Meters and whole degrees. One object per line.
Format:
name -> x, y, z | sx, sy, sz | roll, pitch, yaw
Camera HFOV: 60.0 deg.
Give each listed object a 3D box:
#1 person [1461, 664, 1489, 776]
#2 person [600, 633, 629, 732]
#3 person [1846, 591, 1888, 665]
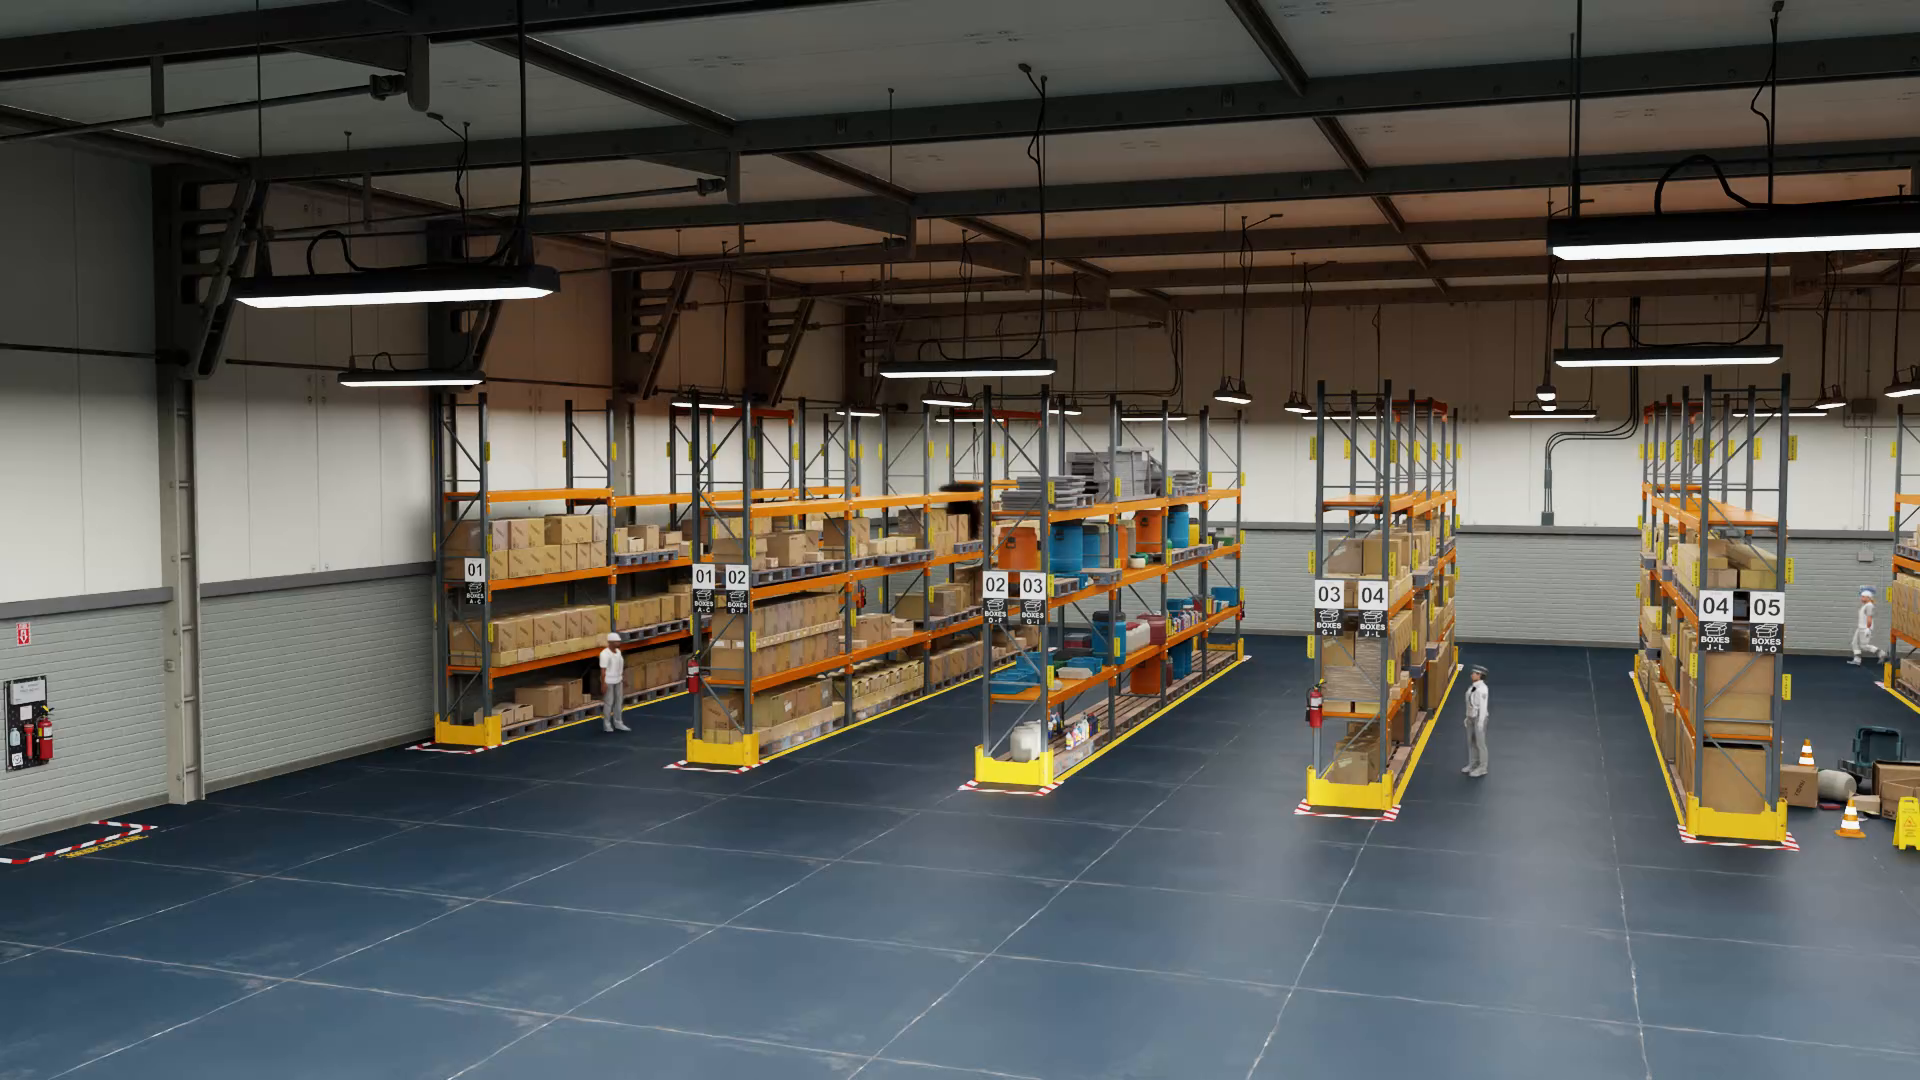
person -> 8.010, 2.777, 25.803 | 0.369, 1.697, 0.516 | -1, 3, -13
person -> -6.196, 2.535, 29.698 | 0.428, 1.769, 0.609 | 1, 3, 24
person -> 21.132, 2.057, 38.720 | 0.826, 1.753, 0.636 | 1, 3, 21
